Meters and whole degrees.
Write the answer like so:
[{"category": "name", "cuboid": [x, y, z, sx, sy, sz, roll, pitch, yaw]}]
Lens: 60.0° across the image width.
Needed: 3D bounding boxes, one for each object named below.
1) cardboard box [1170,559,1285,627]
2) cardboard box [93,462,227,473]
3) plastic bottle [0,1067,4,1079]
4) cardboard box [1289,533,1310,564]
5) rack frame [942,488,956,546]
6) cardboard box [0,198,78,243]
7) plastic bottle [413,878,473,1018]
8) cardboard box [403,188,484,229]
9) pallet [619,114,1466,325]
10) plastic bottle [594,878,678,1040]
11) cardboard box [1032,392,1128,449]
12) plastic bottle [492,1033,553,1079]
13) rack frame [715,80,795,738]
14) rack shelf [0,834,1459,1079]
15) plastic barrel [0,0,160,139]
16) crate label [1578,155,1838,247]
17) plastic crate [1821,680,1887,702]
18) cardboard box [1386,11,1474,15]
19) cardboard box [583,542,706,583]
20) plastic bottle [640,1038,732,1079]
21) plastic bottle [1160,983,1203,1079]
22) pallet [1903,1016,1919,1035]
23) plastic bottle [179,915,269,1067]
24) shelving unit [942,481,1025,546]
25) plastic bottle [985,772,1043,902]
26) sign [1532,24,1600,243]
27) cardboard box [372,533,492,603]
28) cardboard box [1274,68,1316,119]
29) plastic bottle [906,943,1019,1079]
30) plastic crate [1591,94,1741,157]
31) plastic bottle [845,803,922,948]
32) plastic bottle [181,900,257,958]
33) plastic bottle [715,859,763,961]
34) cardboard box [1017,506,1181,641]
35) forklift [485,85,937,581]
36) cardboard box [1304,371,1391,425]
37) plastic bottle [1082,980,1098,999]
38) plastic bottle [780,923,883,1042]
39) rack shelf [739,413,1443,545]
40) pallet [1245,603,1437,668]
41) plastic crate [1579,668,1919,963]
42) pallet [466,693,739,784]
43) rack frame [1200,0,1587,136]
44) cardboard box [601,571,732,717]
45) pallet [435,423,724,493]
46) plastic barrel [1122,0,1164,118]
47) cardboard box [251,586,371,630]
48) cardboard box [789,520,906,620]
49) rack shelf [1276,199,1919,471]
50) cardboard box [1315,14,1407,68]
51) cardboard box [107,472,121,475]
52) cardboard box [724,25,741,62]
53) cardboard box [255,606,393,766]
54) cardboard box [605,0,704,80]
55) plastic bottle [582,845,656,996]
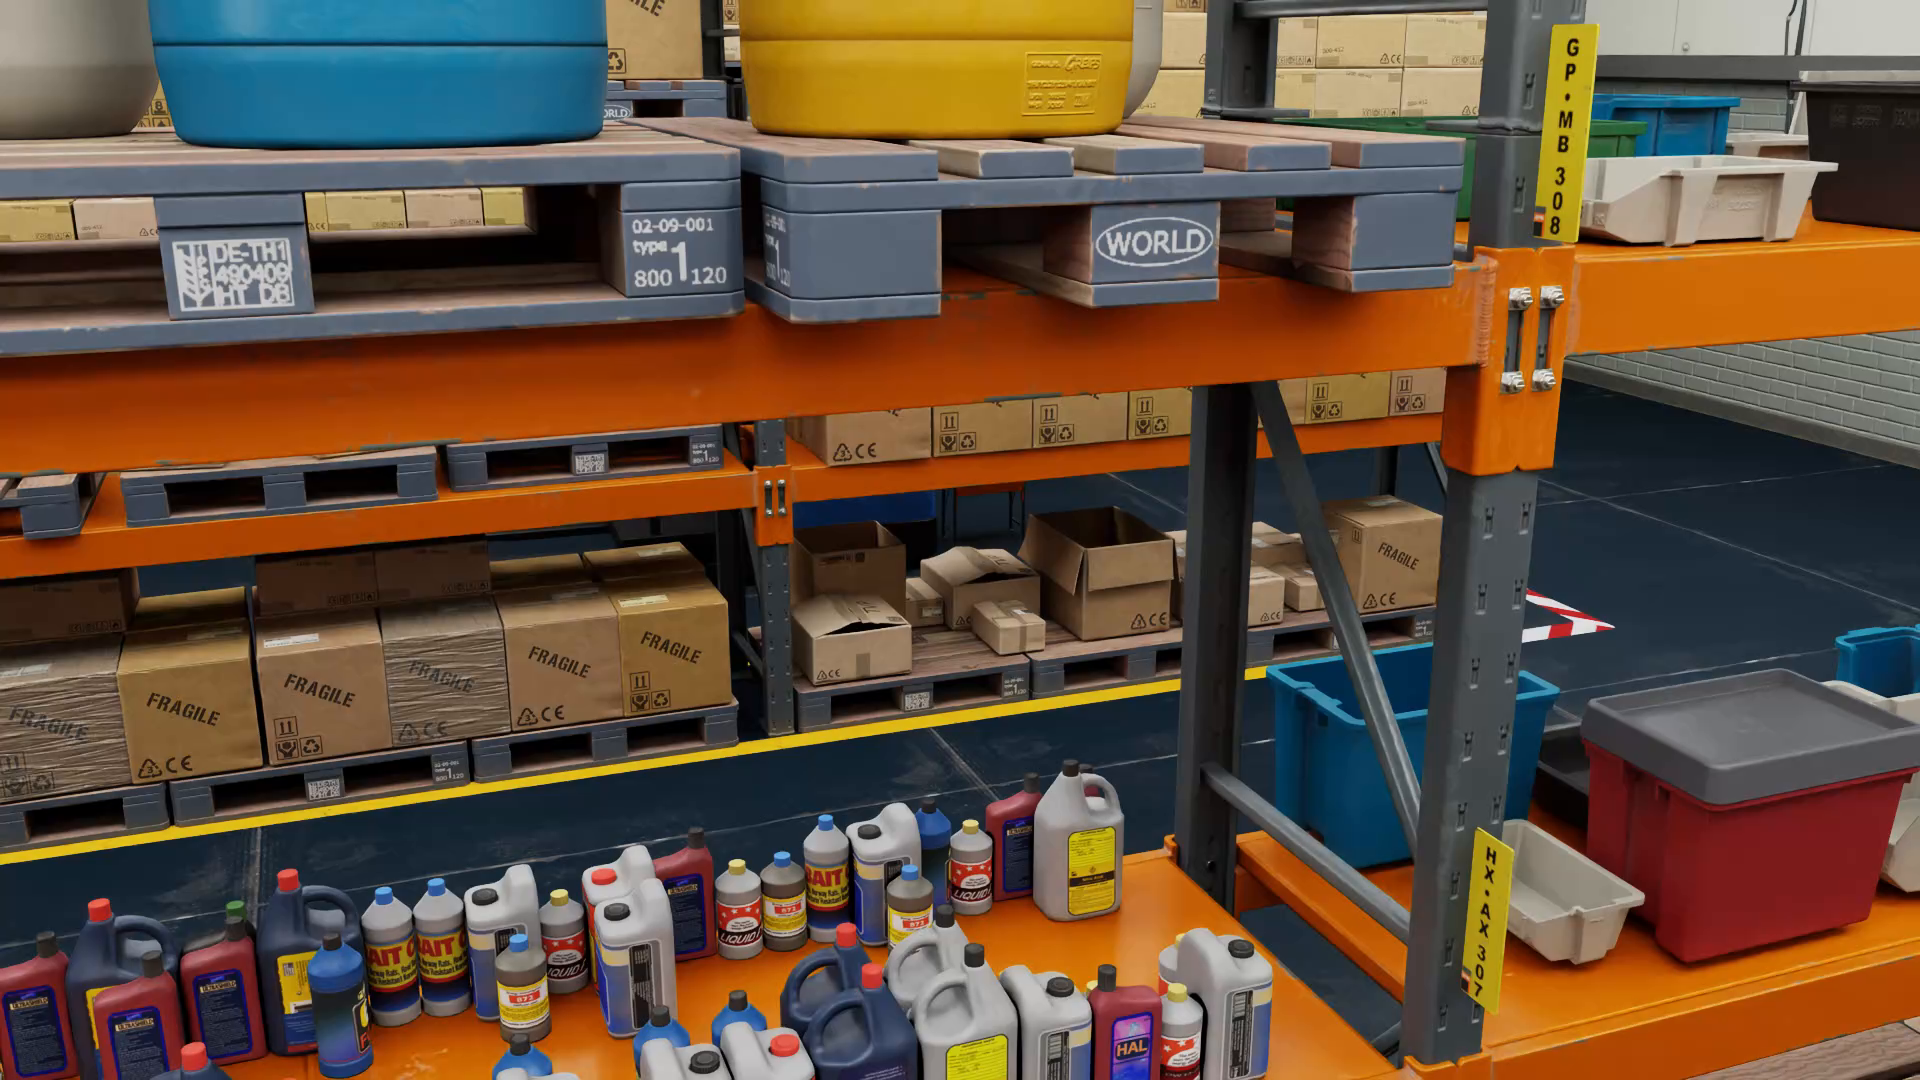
[{"category": "cardboard box", "cuboid": [1.393, 0.277, 8.930, 0.500, 0.250, 0.500, -6, 17, -20]}, {"category": "cardboard box", "cuboid": [-3.290, -0.617, 6.951, 0.500, 0.500, 0.700, -3, 17, -10]}, {"category": "plastic bottle", "cuboid": [-1.800, 0.915, 3.011, 0.097, 0.201, 0.097, 0, 16, 0]}, {"category": "cardboard box", "cuboid": [1.963, 0.087, 9.727, 0.250, 0.166, 0.380, -6, 17, -20]}, {"category": "rack frame", "cuboid": [-0.073, -0.568, 10.902, 0.015, 1.200, 0.240, -6, 17, -20]}, {"category": "cardboard box", "cuboid": [-5.993, -2.076, 10.772, 0.500, 0.250, 0.500, -6, 17, -19]}, {"category": "plastic bottle", "cuboid": [-1.024, 0.798, 3.286, 0.097, 0.271, 0.097, 0, 16, 0]}, {"category": "cardboard box", "cuboid": [-3.626, -2.335, 11.654, 0.500, 0.250, 0.500, -6, 17, -19]}, {"category": "pallet", "cuboid": [0.047, -0.575, 2.746, 1.003, 0.211, 1.213, -6, 17, -20]}, {"category": "plastic bottle", "cuboid": [-0.635, 0.808, 3.244, 0.135, 0.276, 0.152, -6, 17, -20]}, {"category": "cardboard box", "cuboid": [0.494, -0.765, 8.203, 0.500, 0.500, 0.500, -6, 17, -20]}, {"category": "plastic bottle", "cuboid": [-0.724, 0.949, 2.773, 0.097, 0.271, 0.097, 0, 16, 0]}, {"category": "rack frame", "cuboid": [-1.025, -0.635, 7.938, 0.127, 3.000, 1.000, -6, 17, -20]}, {"category": "rack shelf", "cuboid": [-1.123, 1.215, 2.913, 4.000, 0.370, 1.077, -6, 17, -20]}, {"category": "plastic barrel", "cuboid": [-1.389, -0.853, 2.368, 0.433, 0.535, 0.433, 0, 16, 0]}, {"category": "crate label", "cuboid": [1.304, -0.618, 3.022, 0.466, 0.136, 0.293, -6, 17, -20]}, {"category": "plastic crate", "cuboid": [2.263, 0.511, 4.394, 0.466, 0.136, 0.293, -6, 17, -20]}, {"category": "cardboard box", "cuboid": [2.236, -2.949, 8.542, 0.500, 0.500, 0.700, -6, 17, -20]}, {"category": "cardboard box", "cuboid": [-1.564, 0.338, 8.280, 0.500, 0.500, 0.500, -7, 18, -23]}, {"category": "plastic bottle", "cuboid": [-0.446, 0.954, 2.746, 0.135, 0.276, 0.152, -6, 17, -20]}, {"category": "plastic bottle", "cuboid": [0.393, 0.907, 3.037, 0.097, 0.201, 0.097, 0, 16, 0]}, {"category": "pallet", "cuboid": [3.695, 1.676, 5.016, 1.213, 0.211, 1.003, -6, 17, -20]}, {"category": "plastic bottle", "cuboid": [-1.380, 0.843, 3.110, 0.133, 0.283, 0.061, -6, 17, -20]}, {"category": "shelving unit", "cuboid": [0.155, -0.592, 10.986, 0.503, 1.200, 0.258, -6, 17, -20]}, {"category": "plastic bottle", "cuboid": [0.125, 0.663, 3.725, 0.133, 0.283, 0.061, -6, 17, -20]}, {"category": "sign", "cuboid": [0.939, -0.630, 2.581, 0.005, 0.325, 0.100, -6, 17, -20]}, {"category": "cardboard box", "cuboid": [-2.497, 0.079, 7.831, 0.500, 0.250, 0.500, -6, 17, -20]}, {"category": "cardboard box", "cuboid": [1.392, -2.183, 8.152, 0.500, 0.250, 0.500, -6, 17, -20]}, {"category": "plastic bottle", "cuboid": [0.003, 0.871, 2.897, 0.185, 0.351, 0.144, -6, 17, -20]}, {"category": "plastic crate", "cuboid": [1.480, -0.866, 3.698, 0.300, 0.233, 0.416, -6, 17, -20]}, {"category": "plastic bottle", "cuboid": [-0.166, 0.711, 3.573, 0.135, 0.276, 0.152, -6, 17, -20]}, {"category": "plastic bottle", "cuboid": [-1.401, 0.827, 3.164, 0.133, 0.283, 0.061, -6, 17, -20]}, {"category": "plastic bottle", "cuboid": [-0.466, 0.771, 3.501, 0.097, 0.201, 0.097, 0, 16, 0]}, {"category": "cardboard box", "cuboid": [0.728, 0.161, 8.877, 0.637, 0.503, 0.797, -6, 17, -20]}, {"category": "forklift", "cuboid": [-1.718, -1.251, 10.155, 3.031, 2.935, 1.130, -5, 17, -17]}, {"category": "cardboard box", "cuboid": [1.906, -0.916, 8.718, 0.500, 0.500, 0.500, -6, 17, -20]}, {"category": "plastic bottle", "cuboid": [0.247, 0.905, 3.046, 0.097, 0.201, 0.097, 0, 16, 0]}, {"category": "plastic bottle", "cuboid": [-0.221, 0.852, 2.962, 0.185, 0.351, 0.144, -6, 17, -20]}, {"category": "rack shelf", "cuboid": [0.843, -0.492, 8.726, 4.000, 0.370, 1.077, -6, 17, -20]}, {"category": "pallet", "cuboid": [1.895, 0.388, 9.403, 1.213, 0.211, 1.003, -6, 17, -20]}, {"category": "plastic crate", "cuboid": [1.668, 0.585, 3.563, 0.583, 0.464, 0.402, -6, 17, -20]}, {"category": "pallet", "cuboid": [-1.771, 0.795, 8.017, 1.213, 0.211, 1.003, -6, 17, -20]}, {"category": "rack frame", "cuboid": [0.744, -2.210, 2.653, 0.127, 3.000, 1.000, -6, 17, -20]}, {"category": "cardboard box", "cuboid": [-1.383, 0.478, 7.802, 0.500, 0.500, 0.500, -6, 17, -20]}, {"category": "pallet", "cuboid": [-1.810, -0.491, 7.788, 1.213, 0.211, 1.003, -6, 17, -20]}, {"category": "plastic barrel", "cuboid": [0.163, -1.050, 3.041, 0.433, 0.535, 0.433, 0, 16, 0]}, {"category": "cardboard box", "cuboid": [-2.999, 0.494, 7.749, 0.500, 0.500, 0.500, -7, 18, -22]}, {"category": "cardboard box", "cuboid": [-0.594, 0.221, 8.678, 0.500, 0.500, 0.500, -6, 17, -20]}, {"category": "rack shelf", "cuboid": [2.612, -0.627, 3.864, 4.000, 0.370, 1.077, -6, 17, -20]}, {"category": "cardboard box", "cuboid": [1.855, -2.476, 8.262, 0.500, 0.250, 0.500, -6, 17, -20]}, {"category": "cardboard box", "cuboid": [-5.802, -0.745, 11.380, 0.750, 0.750, 0.750, -6, 18, -21]}, {"category": "cardboard box", "cuboid": [-1.580, -3.603, 12.063, 0.500, 0.250, 0.500, -7, 18, -21]}, {"category": "cardboard box", "cuboid": [-2.790, 0.628, 7.291, 0.500, 0.500, 0.500, -7, 18, -22]}, {"category": "cardboard box", "cuboid": [-1.522, -2.340, 7.321, 0.600, 0.600, 0.600, -8, 18, -25]}, {"category": "plastic bottle", "cuboid": [-0.689, 0.768, 3.380, 0.135, 0.276, 0.152, -6, 17, -20]}]
